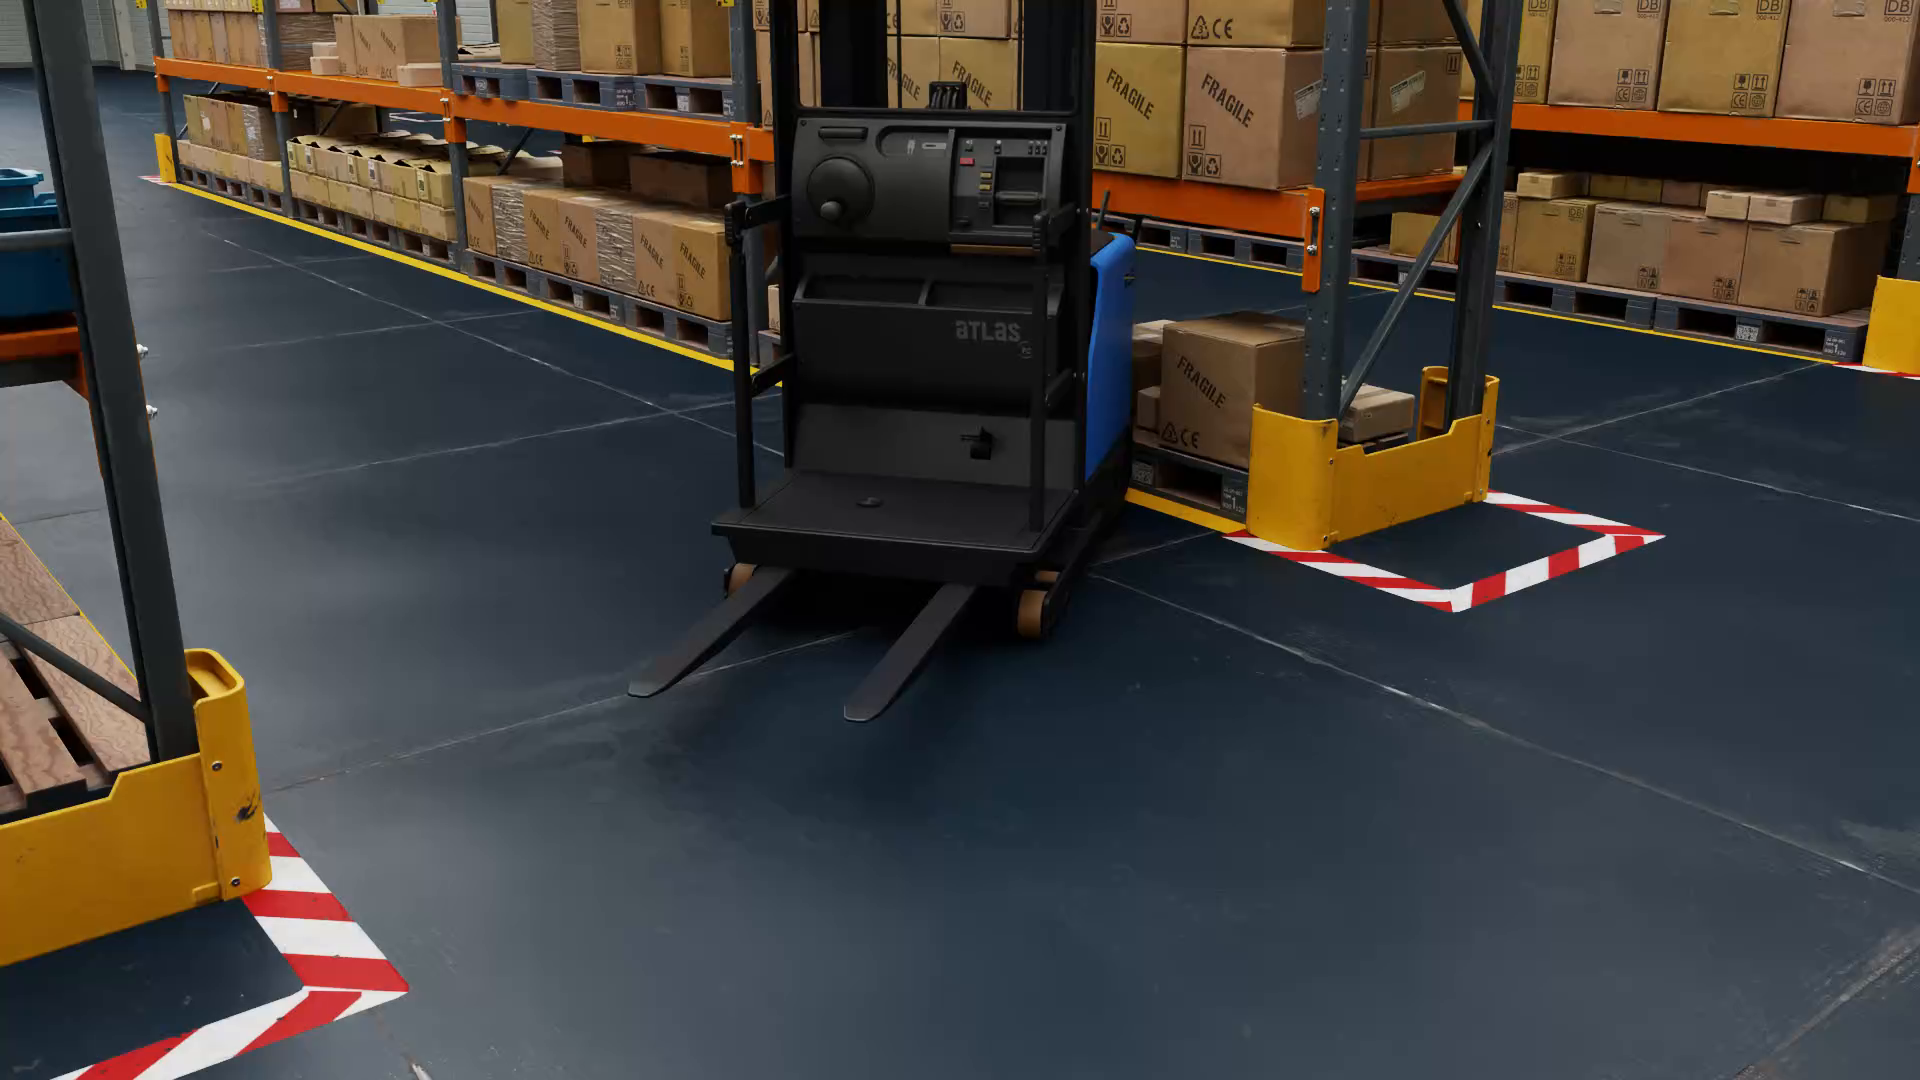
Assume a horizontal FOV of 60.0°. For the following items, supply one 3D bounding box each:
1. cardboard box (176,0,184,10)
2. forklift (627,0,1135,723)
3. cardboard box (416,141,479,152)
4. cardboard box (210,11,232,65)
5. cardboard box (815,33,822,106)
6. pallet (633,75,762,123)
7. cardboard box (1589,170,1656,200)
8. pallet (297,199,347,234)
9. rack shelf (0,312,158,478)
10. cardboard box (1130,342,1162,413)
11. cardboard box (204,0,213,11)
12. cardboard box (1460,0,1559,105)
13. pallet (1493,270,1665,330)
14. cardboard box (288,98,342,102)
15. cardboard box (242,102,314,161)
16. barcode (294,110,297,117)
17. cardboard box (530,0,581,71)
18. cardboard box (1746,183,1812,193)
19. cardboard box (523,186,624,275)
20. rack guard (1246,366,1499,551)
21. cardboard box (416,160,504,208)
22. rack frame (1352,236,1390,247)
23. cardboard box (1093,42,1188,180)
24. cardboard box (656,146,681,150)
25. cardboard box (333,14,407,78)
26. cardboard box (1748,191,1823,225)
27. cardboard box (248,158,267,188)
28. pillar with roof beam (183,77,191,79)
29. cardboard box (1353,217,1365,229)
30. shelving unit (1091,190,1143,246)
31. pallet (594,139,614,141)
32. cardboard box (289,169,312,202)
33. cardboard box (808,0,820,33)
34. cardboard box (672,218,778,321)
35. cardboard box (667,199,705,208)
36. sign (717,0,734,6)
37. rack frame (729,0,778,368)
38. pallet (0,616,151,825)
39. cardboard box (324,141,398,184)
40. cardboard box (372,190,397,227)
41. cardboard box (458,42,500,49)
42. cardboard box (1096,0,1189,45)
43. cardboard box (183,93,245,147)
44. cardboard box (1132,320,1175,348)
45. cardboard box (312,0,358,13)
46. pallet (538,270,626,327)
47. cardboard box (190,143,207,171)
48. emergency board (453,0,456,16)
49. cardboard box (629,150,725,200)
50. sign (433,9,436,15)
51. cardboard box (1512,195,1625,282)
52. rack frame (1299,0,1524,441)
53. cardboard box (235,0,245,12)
[{"bbox_3d":[-7.845,-5.543,17.141,0.380,0.149,0.250,-14,23,-36],"label":"cardboard box"},{"bbox_3d":[-0.164,-1.202,5.330,1.130,2.935,3.031,5,19,14],"label":"forklift"},{"bbox_3d":[-4.334,-3.209,14.095,0.500,0.311,0.500,-14,23,-37],"label":"cardboard box"},{"bbox_3d":[-6.996,-5.002,16.538,0.700,0.500,0.500,-13,22,-35],"label":"cardboard box"},{"bbox_3d":[-0.365,-2.239,8.194,0.500,0.500,0.500,-13,23,-35],"label":"cardboard box"},{"bbox_3d":[-1.199,-2.623,9.818,1.003,0.211,1.213,-14,23,-36],"label":"pallet"},{"bbox_3d":[4.352,-2.335,10.918,0.380,0.149,0.250,-14,23,-37],"label":"cardboard box"},{"bbox_3d":[-5.268,-2.970,14.995,1.003,0.211,1.213,-14,23,-36],"label":"pallet"},{"bbox_3d":[-3.432,-0.696,4.837,1.077,0.370,4.000,-14,23,-36],"label":"rack shelf"},{"bbox_3d":[0.598,-0.740,7.499,0.500,0.250,0.500,-14,23,-36],"label":"cardboard box"},{"bbox_3d":[-7.211,-5.291,16.378,0.380,0.149,0.250,-14,23,-36],"label":"cardboard box"},{"bbox_3d":[3.865,-3.288,11.044,0.980,0.700,0.700,-15,23,-37],"label":"cardboard box"},{"bbox_3d":[4.265,-1.637,10.969,1.003,0.211,1.213,-14,23,-36],"label":"pallet"},{"bbox_3d":[-6.419,-4.139,16.604,0.500,0.500,0.500,-14,23,-36],"label":"cardboard box"},{"bbox_3d":[-6.516,-3.915,15.926,0.500,0.500,0.500,-14,23,-36],"label":"cardboard box"},{"bbox_3d":[-5.924,-3.801,14.820,0.001,0.075,0.075,-14,23,-36],"label":"barcode"},{"bbox_3d":[-2.375,-3.333,10.828,0.700,0.500,0.500,-9,20,-26],"label":"cardboard box"},{"bbox_3d":[4.982,-2.085,10.163,0.380,0.149,0.250,-14,23,-36],"label":"cardboard box"},{"bbox_3d":[-2.577,-2.084,11.160,0.500,0.500,0.500,-14,23,-37],"label":"cardboard box"},{"bbox_3d":[1.648,-0.343,6.602,1.175,0.500,0.348,-14,23,-36],"label":"rack guard"},{"bbox_3d":[-3.790,-2.723,12.628,0.500,0.311,0.500,-13,22,-35],"label":"cardboard box"},{"bbox_3d":[3.092,-3.464,12.051,1.000,3.000,0.127,-14,23,-36],"label":"rack frame"},{"bbox_3d":[0.879,-1.742,6.693,0.500,0.500,0.500,-14,23,-36],"label":"cardboard box"},{"bbox_3d":[-3.229,-4.924,19.738,0.700,0.500,0.500,-16,24,-39],"label":"cardboard box"},{"bbox_3d":[-4.965,-4.193,14.093,0.500,0.500,0.500,-12,22,-32],"label":"cardboard box"},{"bbox_3d":[4.840,-1.948,9.750,0.380,0.149,0.250,-14,23,-37],"label":"cardboard box"},{"bbox_3d":[-6.518,-3.558,16.042,0.500,0.250,0.500,-14,23,-36],"label":"cardboard box"},{"bbox_3d":[-21.522,-14.339,35.350,9.100,9.000,0.400,-14,23,-36],"label":"pillar with roof beam"},{"bbox_3d":[2.587,-2.777,12.730,0.750,0.750,0.750,-14,23,-35],"label":"cardboard box"},{"bbox_3d":[0.393,-0.927,7.139,0.258,1.200,0.503,2,17,-41],"label":"shelving unit"},{"bbox_3d":[-3.835,-4.871,20.738,1.003,0.211,1.213,-14,23,-36],"label":"pallet"},{"bbox_3d":[-5.700,-3.214,15.002,0.500,0.250,0.500,-15,23,-37],"label":"cardboard box"},{"bbox_3d":[-0.396,-2.720,8.056,0.500,0.500,0.500,-15,23,-38],"label":"cardboard box"},{"bbox_3d":[-1.320,-1.584,9.651,0.500,0.500,0.500,-14,23,-36],"label":"cardboard box"},{"bbox_3d":[-1.542,-1.939,10.723,0.500,0.500,0.500,-14,23,-35],"label":"cardboard box"},{"bbox_3d":[-1.221,-2.937,8.617,0.100,0.325,0.005,-14,23,-36],"label":"sign"},{"bbox_3d":[-0.789,-2.496,9.129,1.000,3.000,0.127,-14,23,-36],"label":"rack frame"},{"bbox_3d":[-2.672,0.568,4.310,1.003,0.211,1.213,-14,23,-36],"label":"pallet"},{"bbox_3d":[-5.065,-3.226,14.146,0.500,0.311,0.500,-15,23,-38],"label":"cardboard box"},{"bbox_3d":[-4.423,-2.709,13.477,0.500,0.250,0.500,-13,23,-35],"label":"cardboard box"},{"bbox_3d":[-3.676,-3.698,12.899,0.500,0.311,0.500,-14,23,-37],"label":"cardboard box"},{"bbox_3d":[0.889,-2.213,6.524,0.500,0.500,0.500,-13,22,-35],"label":"cardboard box"},{"bbox_3d":[-7.769,-4.405,17.406,0.500,0.500,0.500,-14,23,-36],"label":"cardboard box"},{"bbox_3d":[0.959,-0.850,7.831,0.500,0.250,0.500,-14,23,-36],"label":"cardboard box"},{"bbox_3d":[-5.771,-4.927,15.279,0.380,0.149,0.250,-14,23,-36],"label":"cardboard box"},{"bbox_3d":[-2.085,-1.666,11.059,1.003,0.211,1.213,-14,23,-36],"label":"pallet"},{"bbox_3d":[-7.767,-4.049,17.525,0.500,0.250,0.500,-14,23,-36],"label":"cardboard box"},{"bbox_3d":[-8.476,-8.512,27.297,0.194,1.169,0.643,-14,23,-36],"label":"emergency board"},{"bbox_3d":[-1.831,-2.411,10.955,0.500,0.250,0.500,-15,23,-37],"label":"cardboard box"},{"bbox_3d":[-8.738,-8.685,27.763,0.001,0.329,0.234,-14,23,-36],"label":"sign"},{"bbox_3d":[4.102,-2.021,11.002,0.700,0.500,0.500,-13,23,-35],"label":"cardboard box"},{"bbox_3d":[1.695,-1.510,6.152,1.000,3.000,0.127,-14,23,-36],"label":"rack frame"},{"bbox_3d":[-6.573,-5.038,15.614,0.380,0.149,0.250,-14,23,-36],"label":"cardboard box"}]
